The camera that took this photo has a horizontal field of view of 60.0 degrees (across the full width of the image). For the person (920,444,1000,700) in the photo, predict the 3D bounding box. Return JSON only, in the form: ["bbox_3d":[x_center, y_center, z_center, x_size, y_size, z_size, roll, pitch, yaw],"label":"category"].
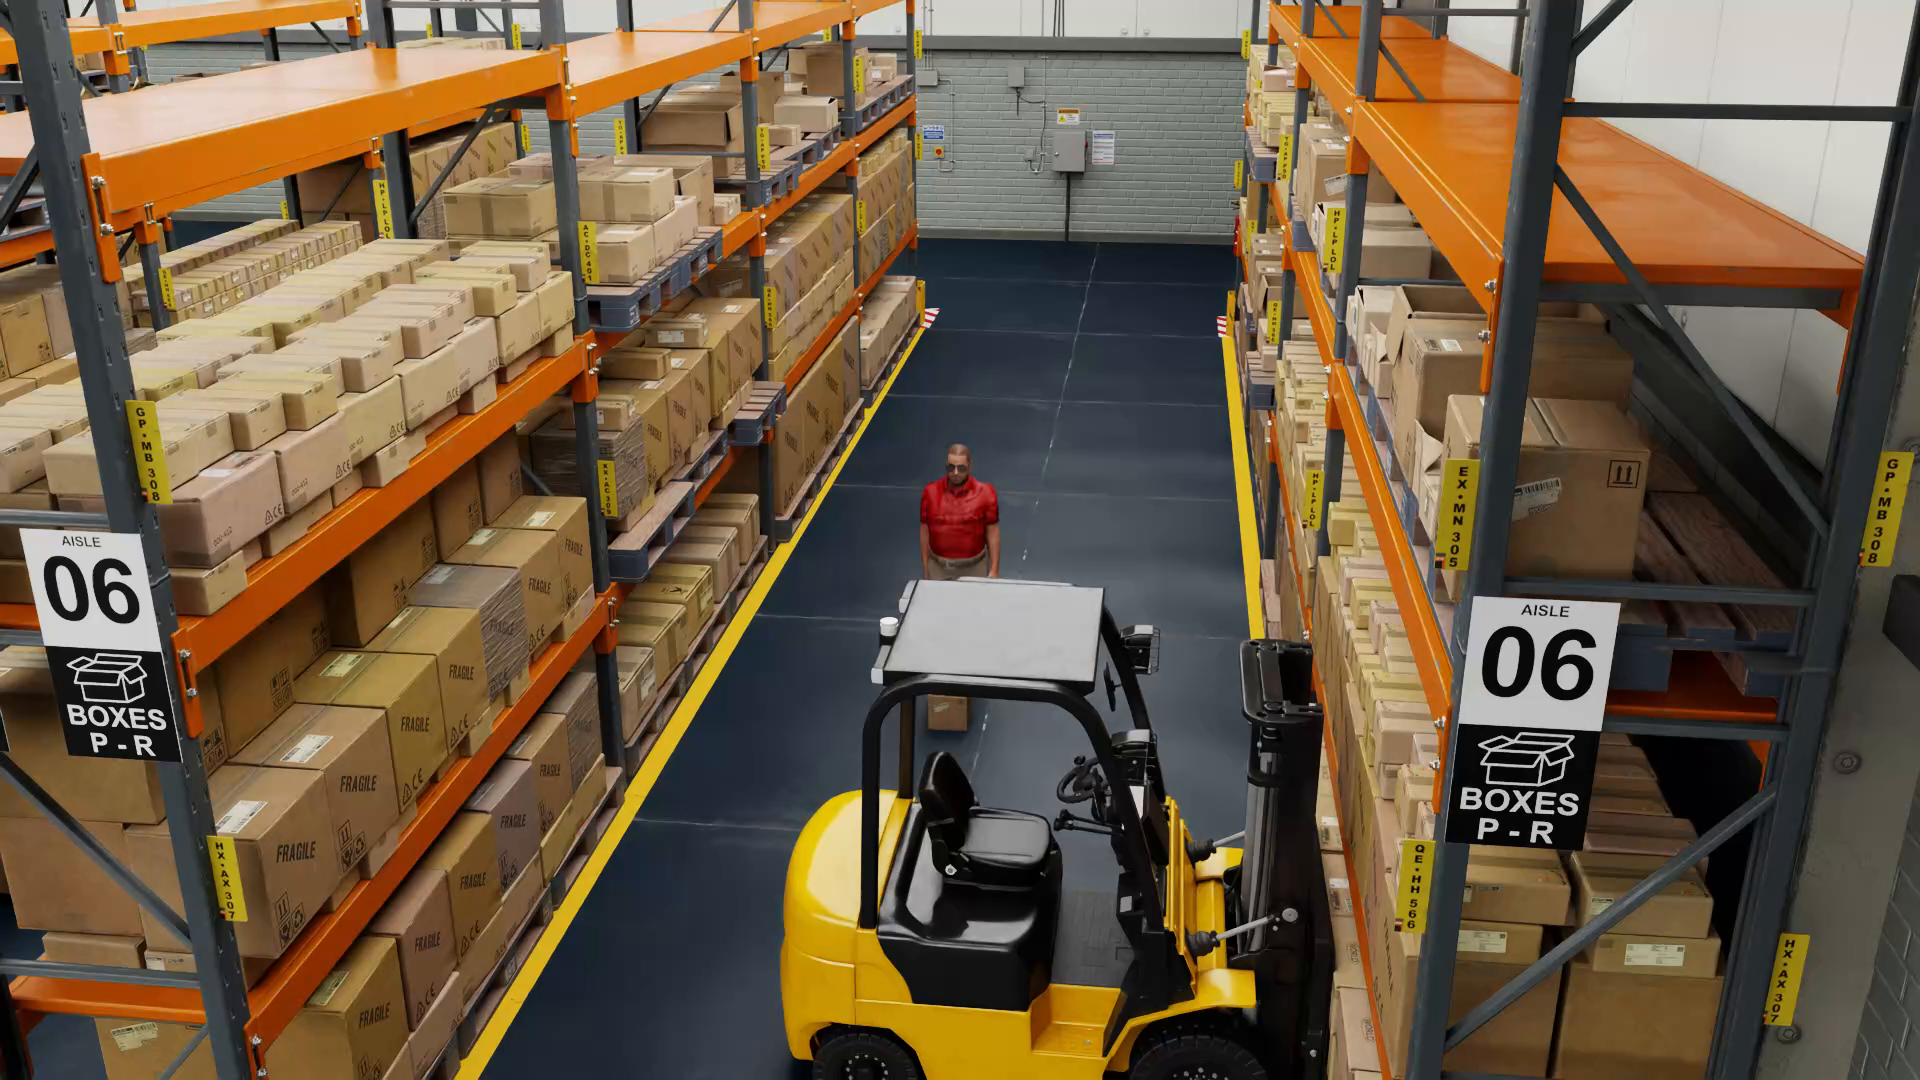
[{"bbox_3d":[-0.009,0.251,10.995,0.536,1.817,0.467,3,21,7],"label":"person"}]
